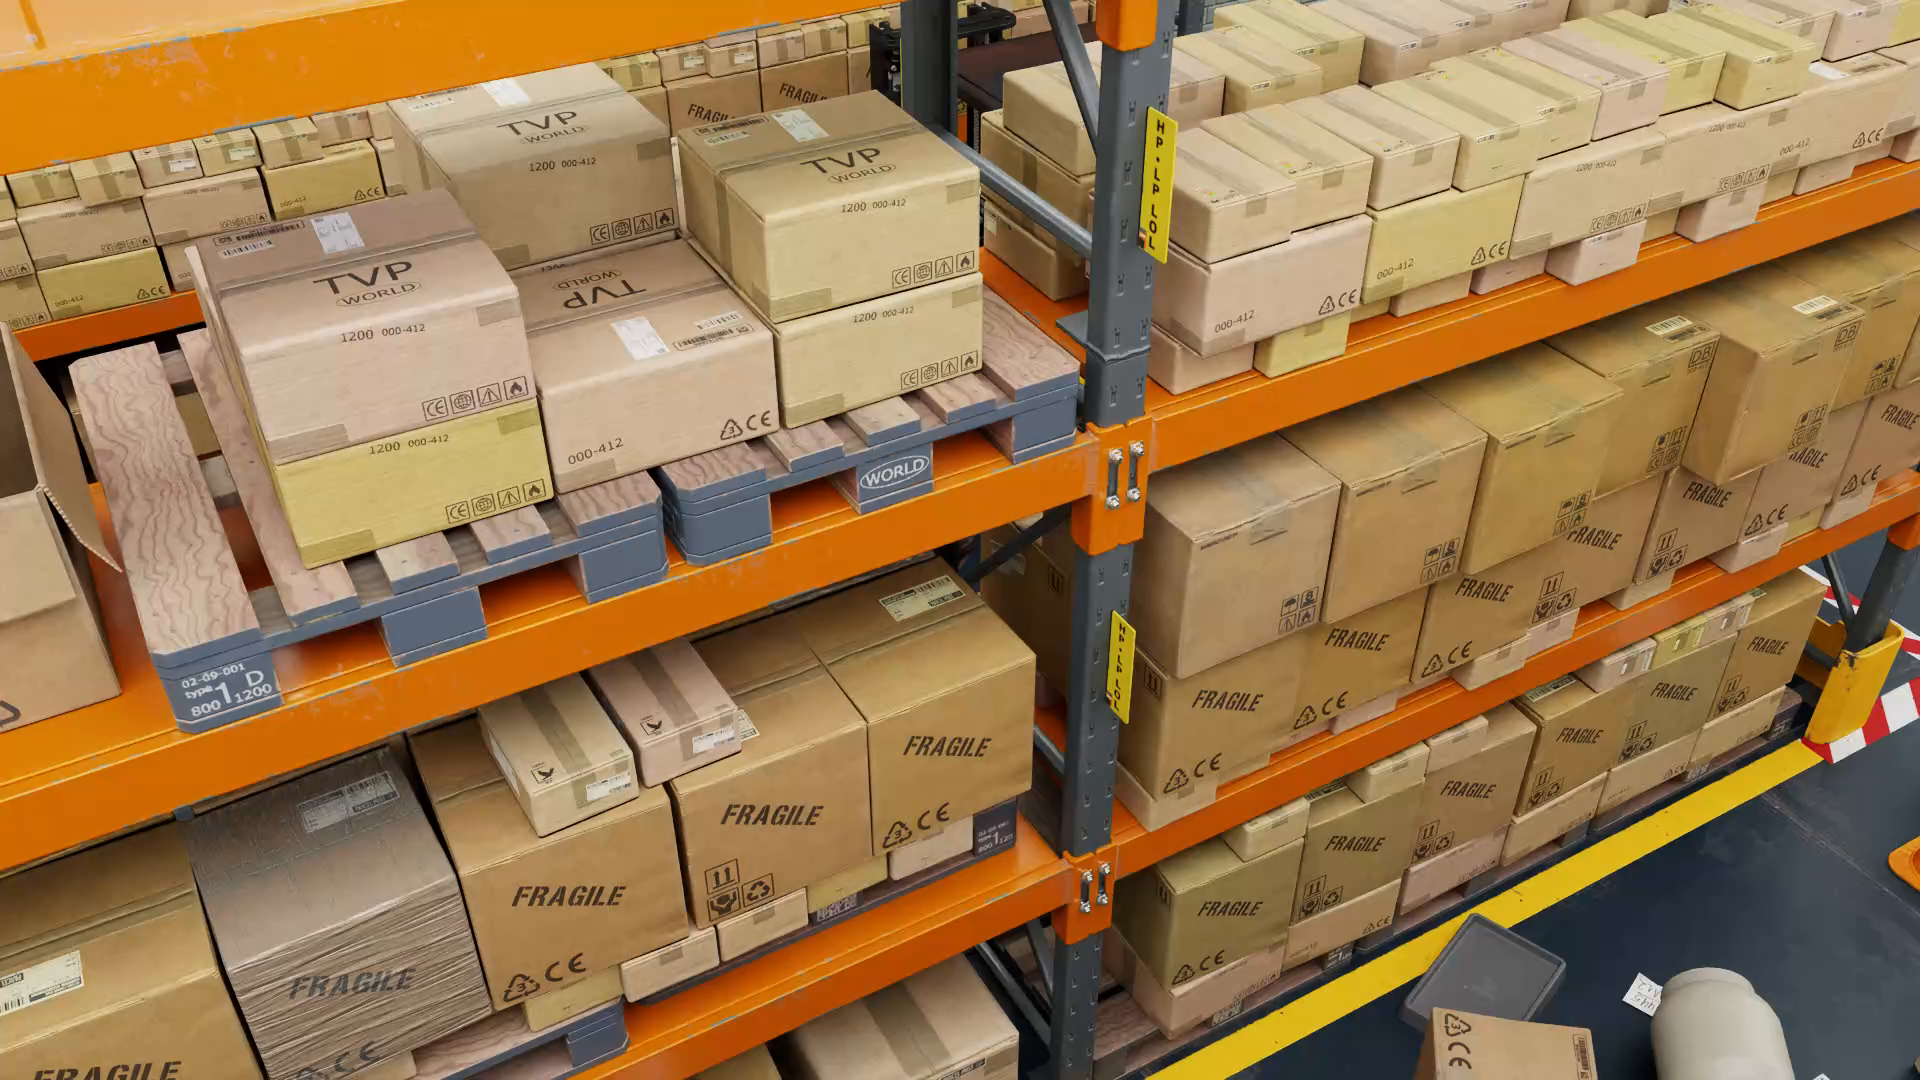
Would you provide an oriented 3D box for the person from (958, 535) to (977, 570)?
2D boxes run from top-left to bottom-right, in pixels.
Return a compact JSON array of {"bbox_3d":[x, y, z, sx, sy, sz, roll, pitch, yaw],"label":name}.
[{"bbox_3d":[-0.192,0.392,7.030,0.818,0.936,0.470,-20,41,-24],"label":"person"}]
